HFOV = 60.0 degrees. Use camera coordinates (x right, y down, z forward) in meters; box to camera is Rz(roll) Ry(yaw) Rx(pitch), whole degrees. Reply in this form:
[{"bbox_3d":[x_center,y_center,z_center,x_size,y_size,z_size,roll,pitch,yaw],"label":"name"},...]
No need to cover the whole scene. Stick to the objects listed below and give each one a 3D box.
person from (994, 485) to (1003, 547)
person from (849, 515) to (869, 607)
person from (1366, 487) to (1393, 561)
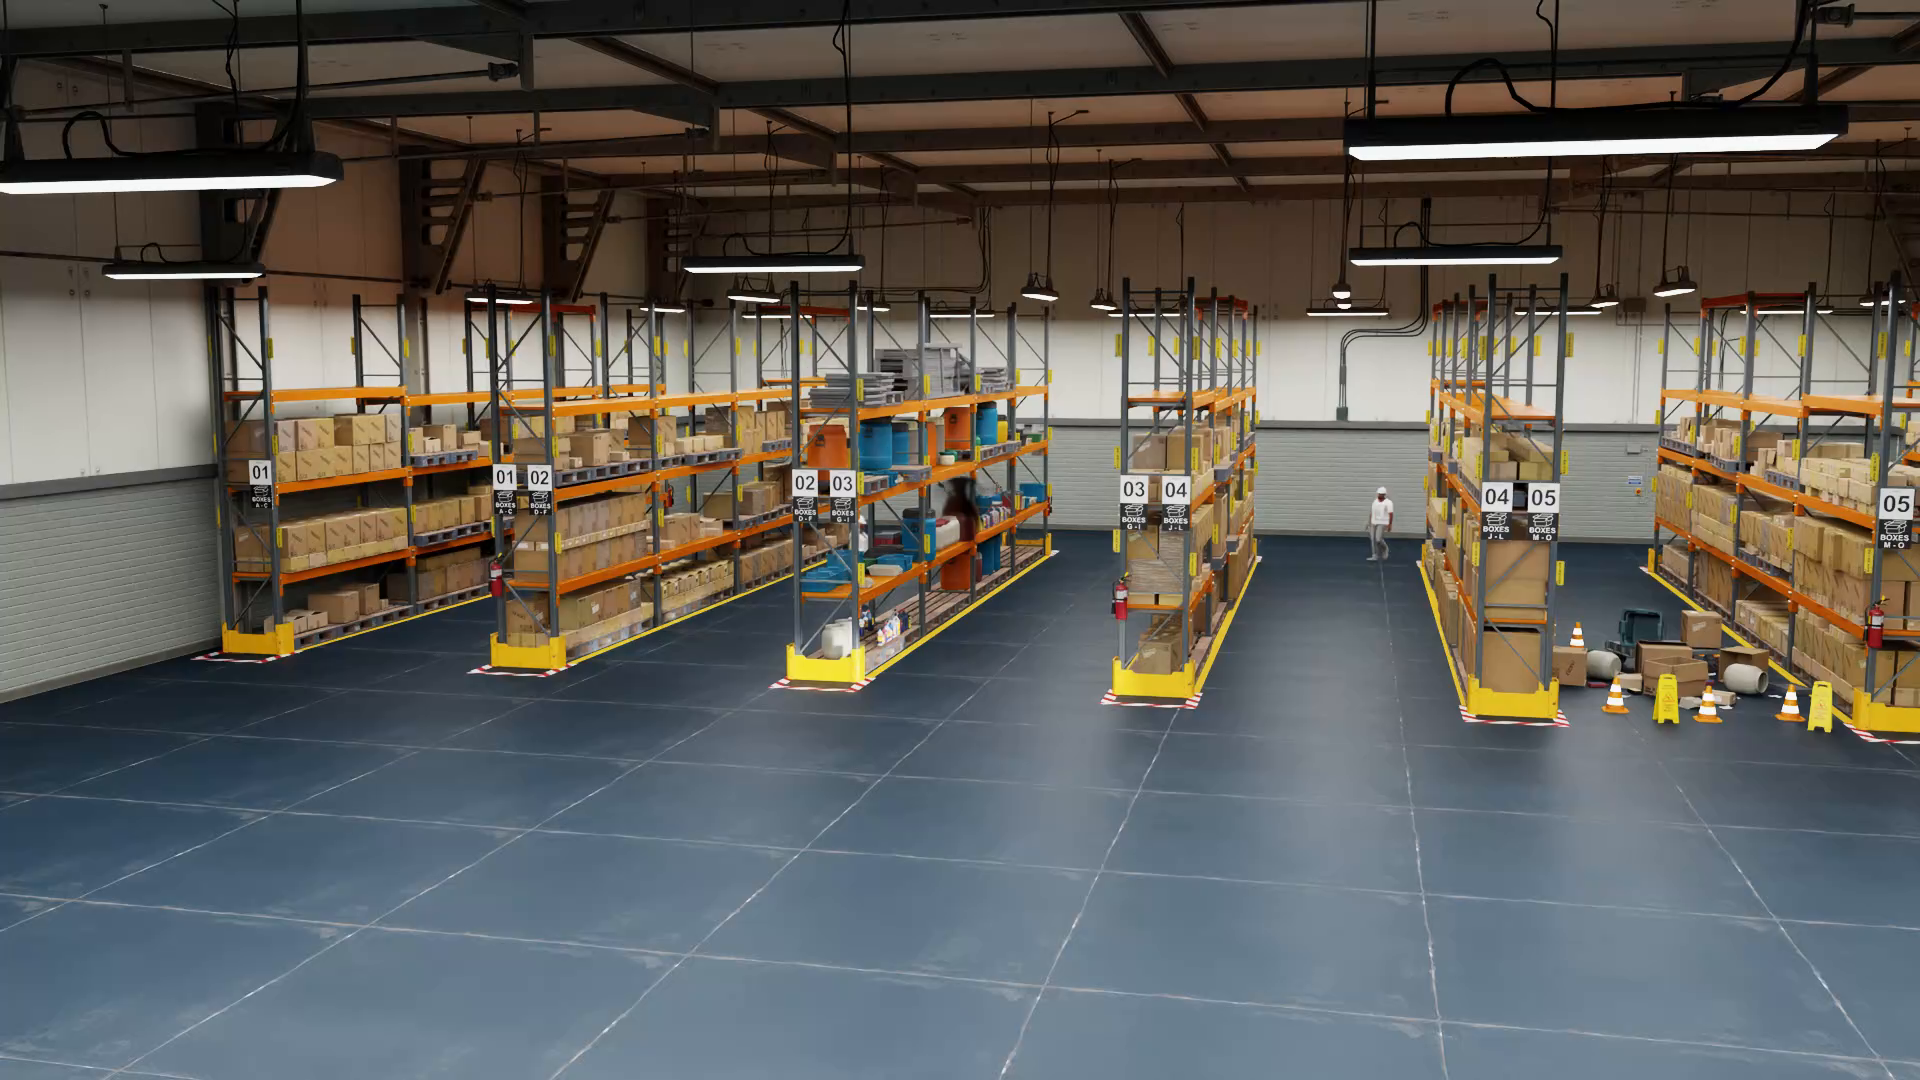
[{"bbox_3d":[0.962,-0.583,41.815,0.451,1.613,0.376,-6,9,-43],"label":"person"},{"bbox_3d":[-1.911,0.425,32.351,0.609,1.811,0.512,-6,9,-44],"label":"person"},{"bbox_3d":[9.859,-0.374,39.093,0.503,1.754,0.639,-5,8,-38],"label":"person"}]
